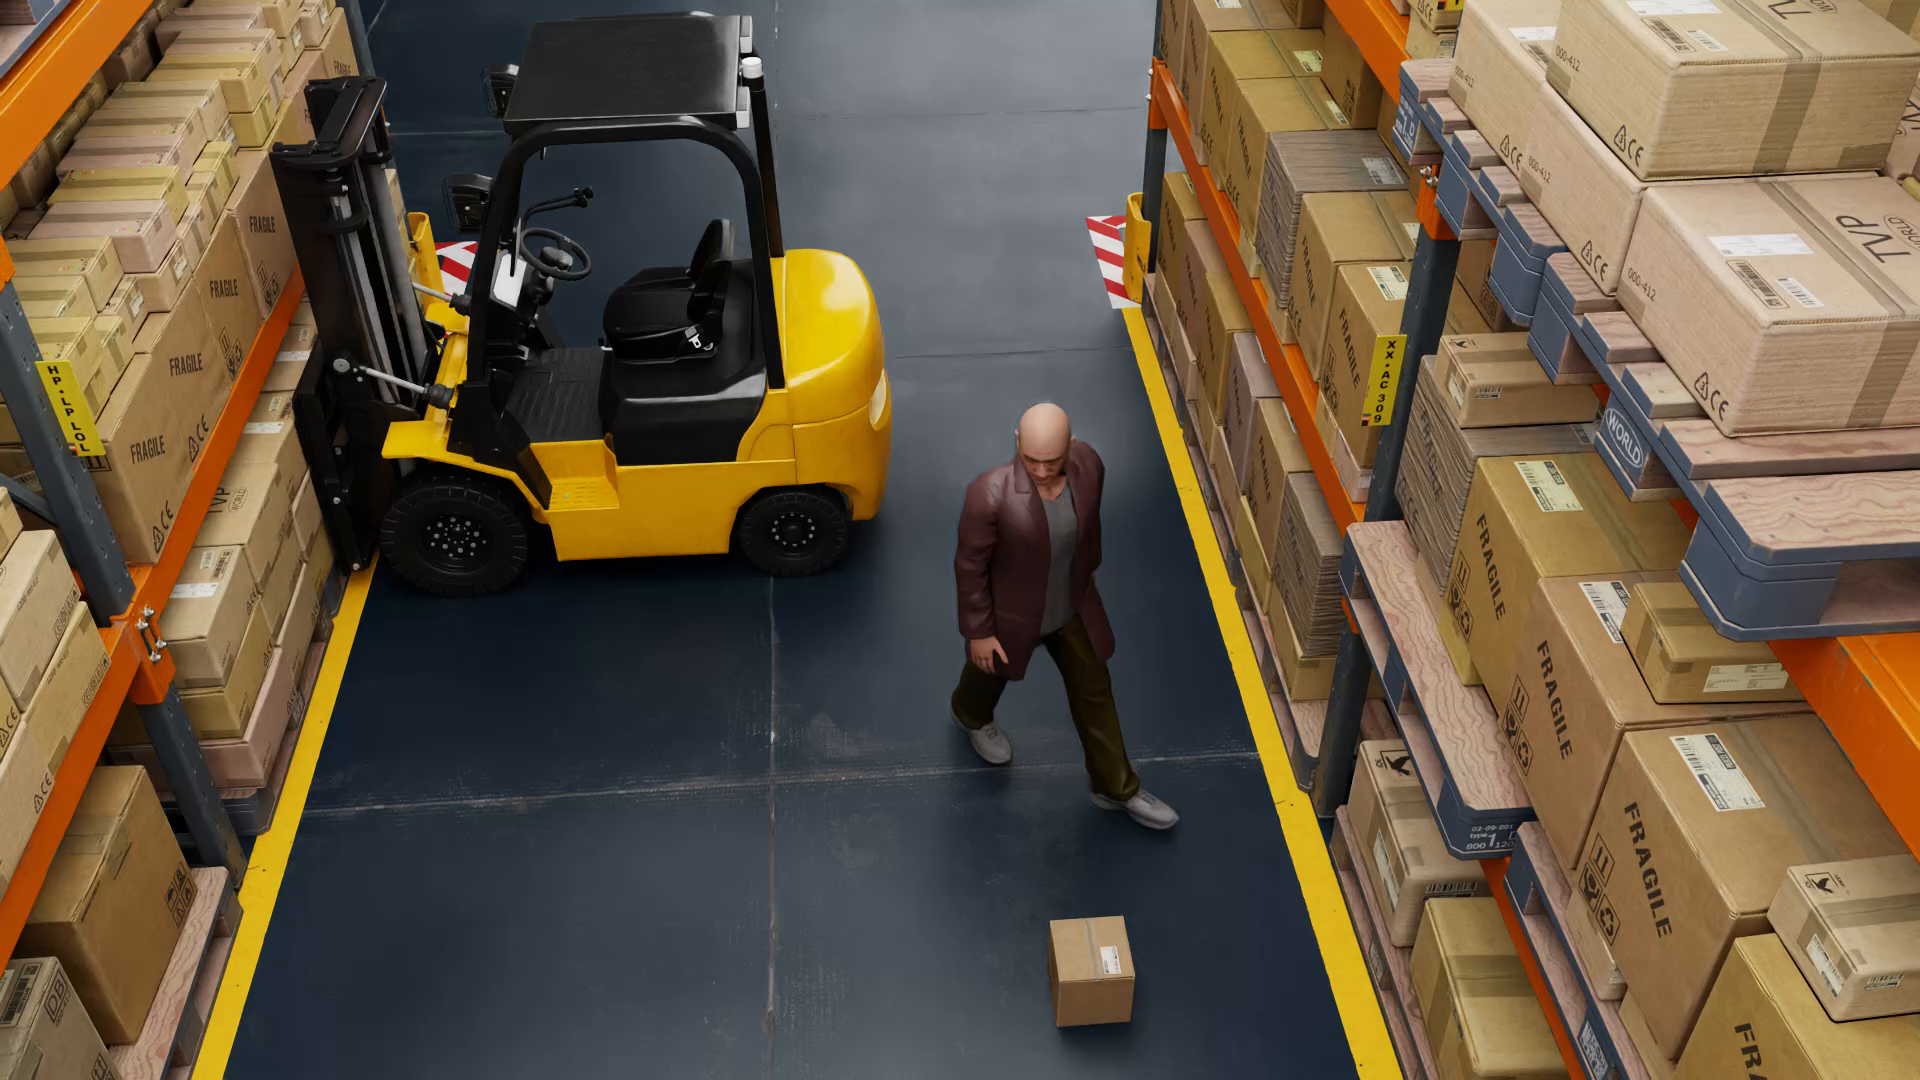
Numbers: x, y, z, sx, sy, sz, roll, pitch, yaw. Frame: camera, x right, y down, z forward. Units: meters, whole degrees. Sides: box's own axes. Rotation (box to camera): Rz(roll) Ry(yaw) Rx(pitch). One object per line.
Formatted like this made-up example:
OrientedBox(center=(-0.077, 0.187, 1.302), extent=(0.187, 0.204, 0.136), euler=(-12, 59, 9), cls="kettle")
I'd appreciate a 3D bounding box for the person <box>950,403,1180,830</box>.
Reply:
OrientedBox(center=(0.306, 0.249, 5.839), extent=(0.650, 1.732, 0.986), euler=(-18, 42, -22), cls="person")
